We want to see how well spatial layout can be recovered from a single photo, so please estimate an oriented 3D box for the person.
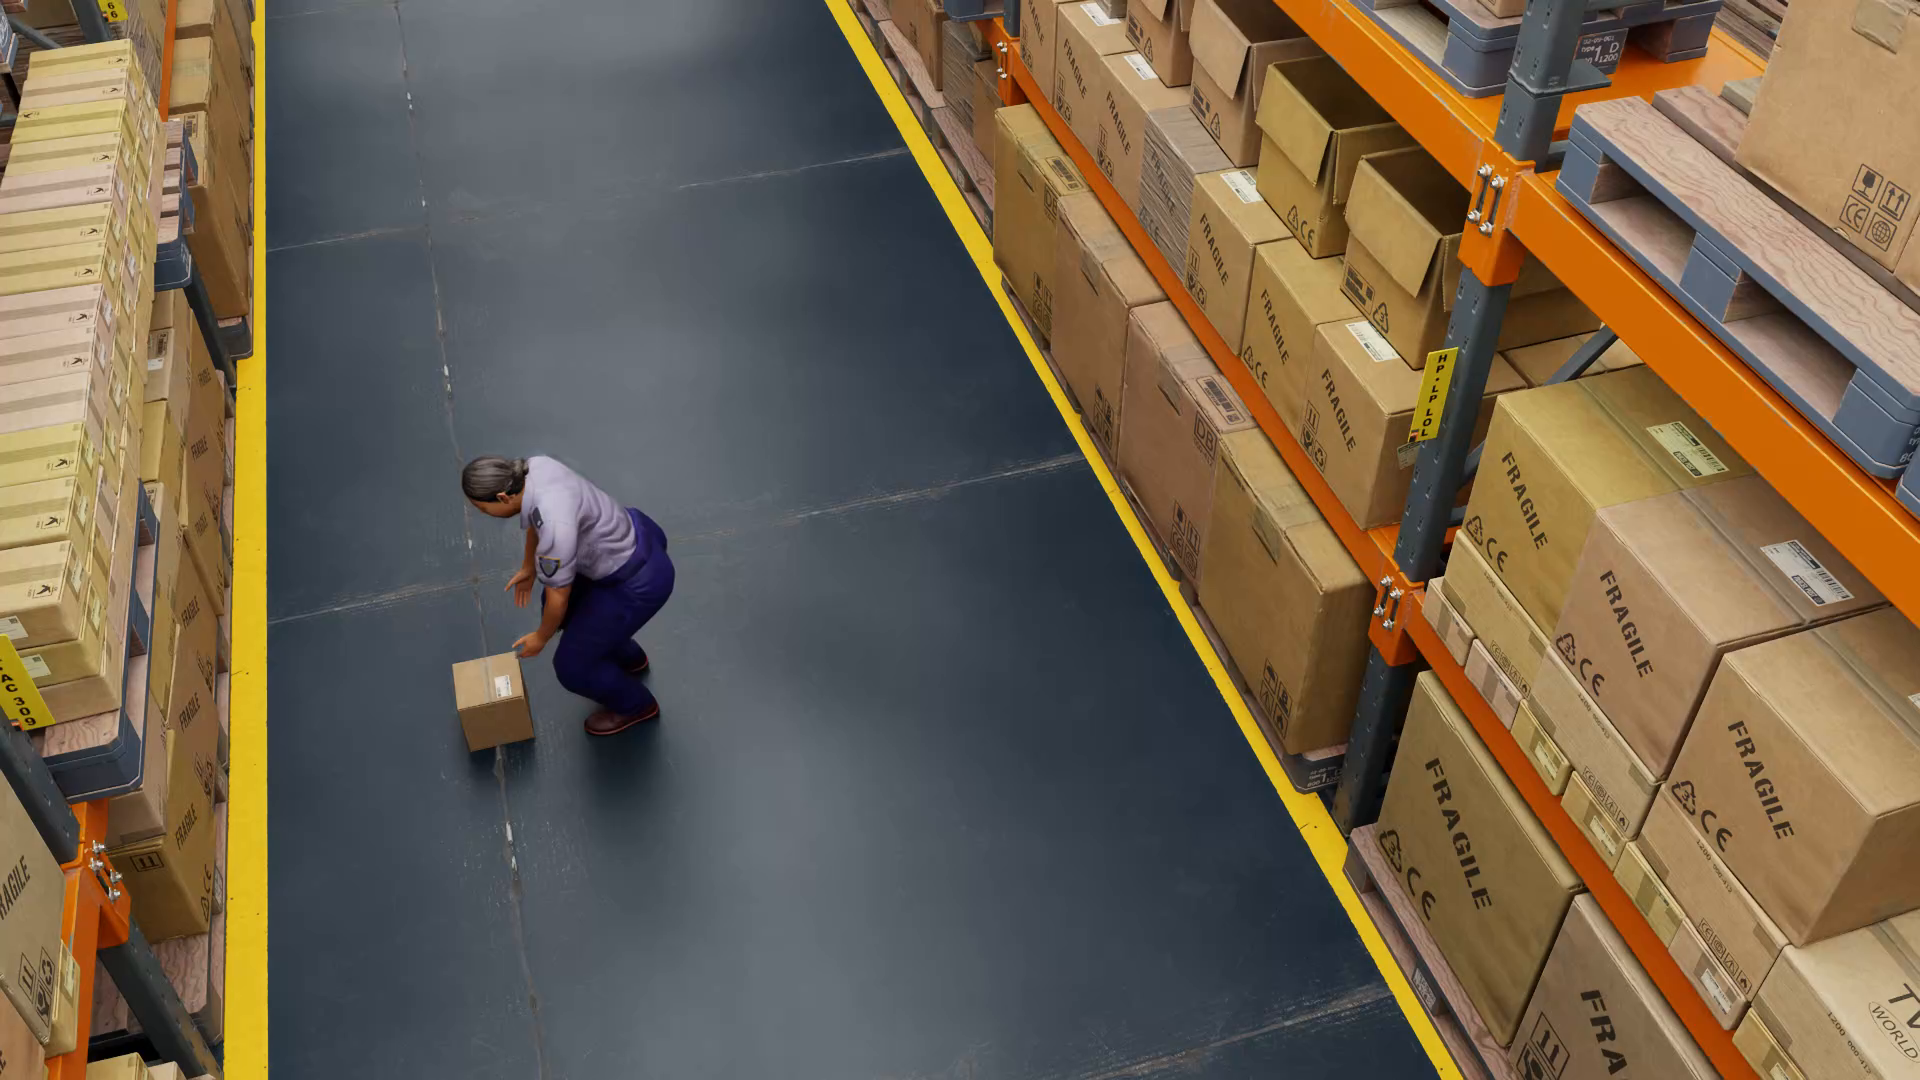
[{"bbox_3d":[-1.405,0.168,6.223,0.673,1.340,0.536,-12,44,-13],"label":"person"}]
